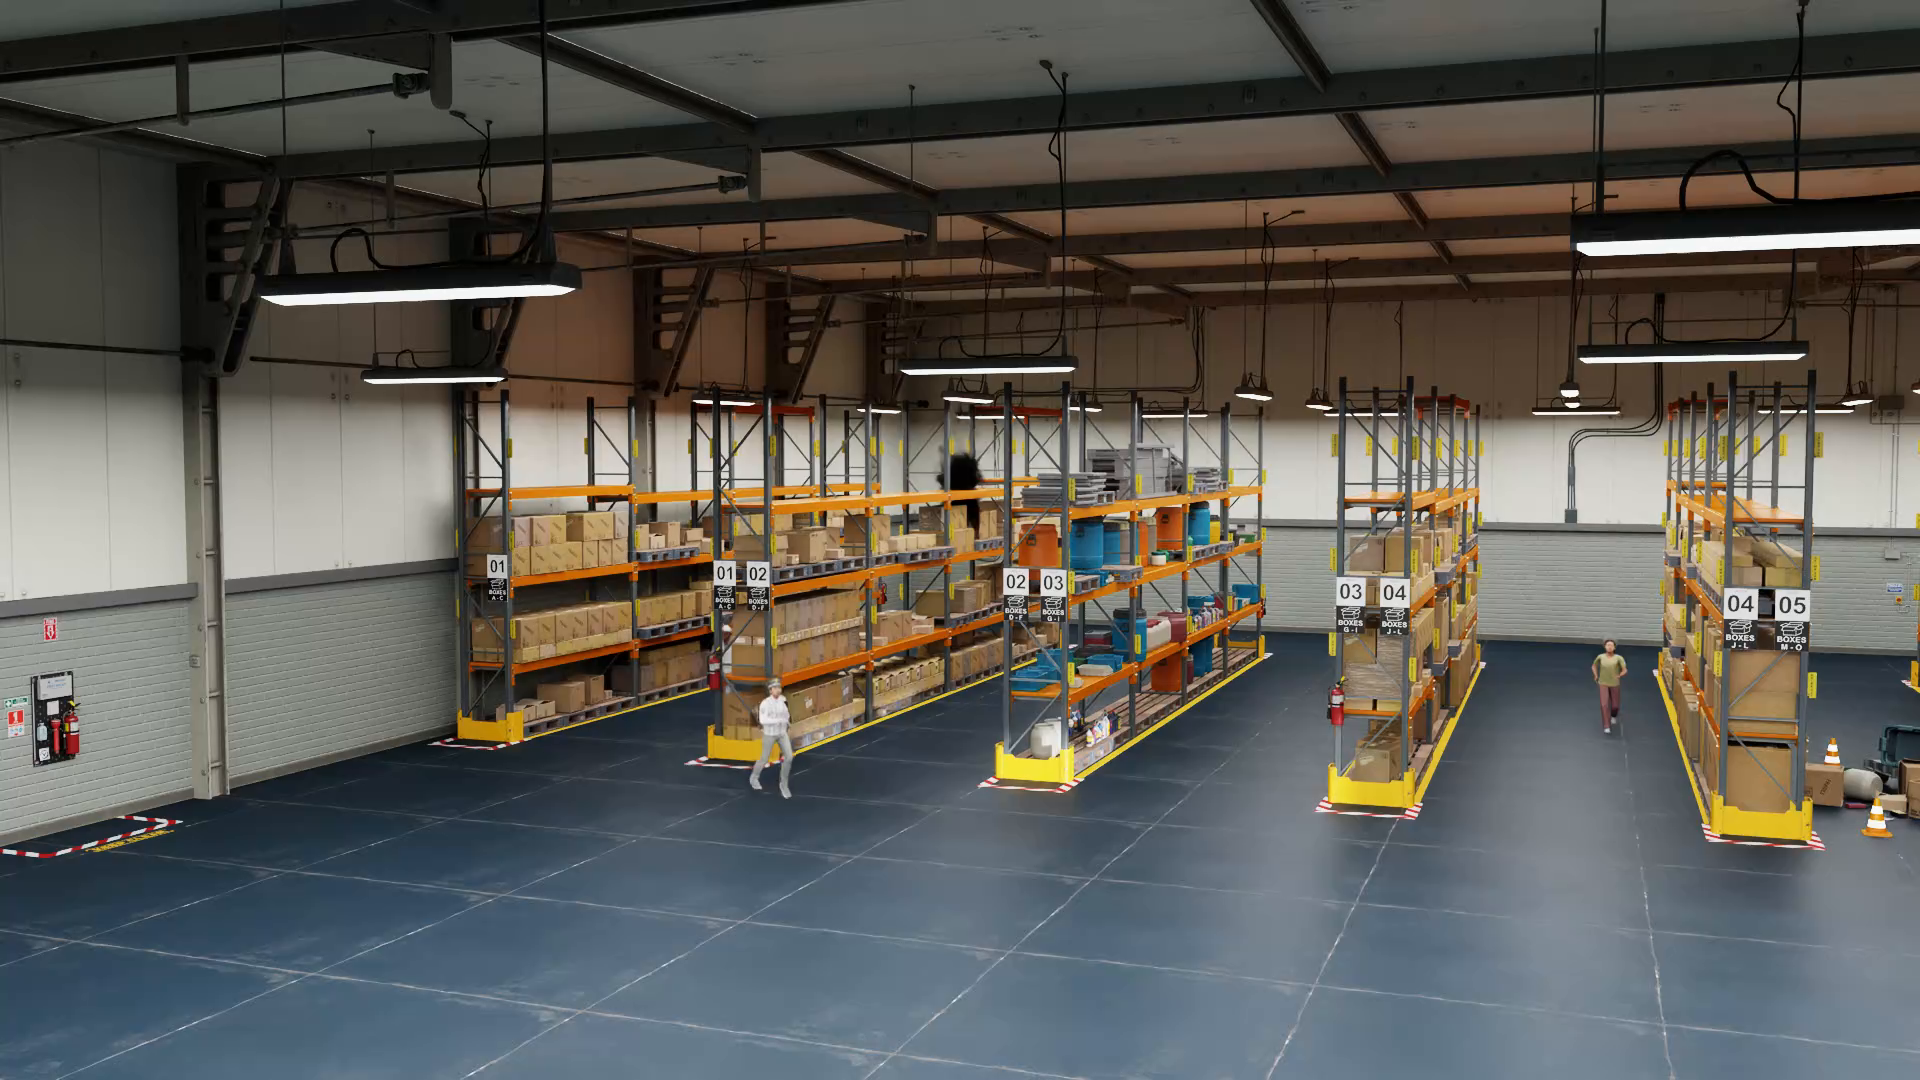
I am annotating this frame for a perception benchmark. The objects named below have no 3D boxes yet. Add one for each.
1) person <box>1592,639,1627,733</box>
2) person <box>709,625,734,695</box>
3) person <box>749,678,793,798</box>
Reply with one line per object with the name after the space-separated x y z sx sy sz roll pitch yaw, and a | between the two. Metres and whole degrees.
11.468 2.566 29.402 0.582 1.628 0.752 1 3 23 | person
-4.287 2.436 30.490 0.663 1.752 0.926 0 3 7 | person
-2.681 2.838 24.009 0.623 1.740 0.874 -2 4 -38 | person
